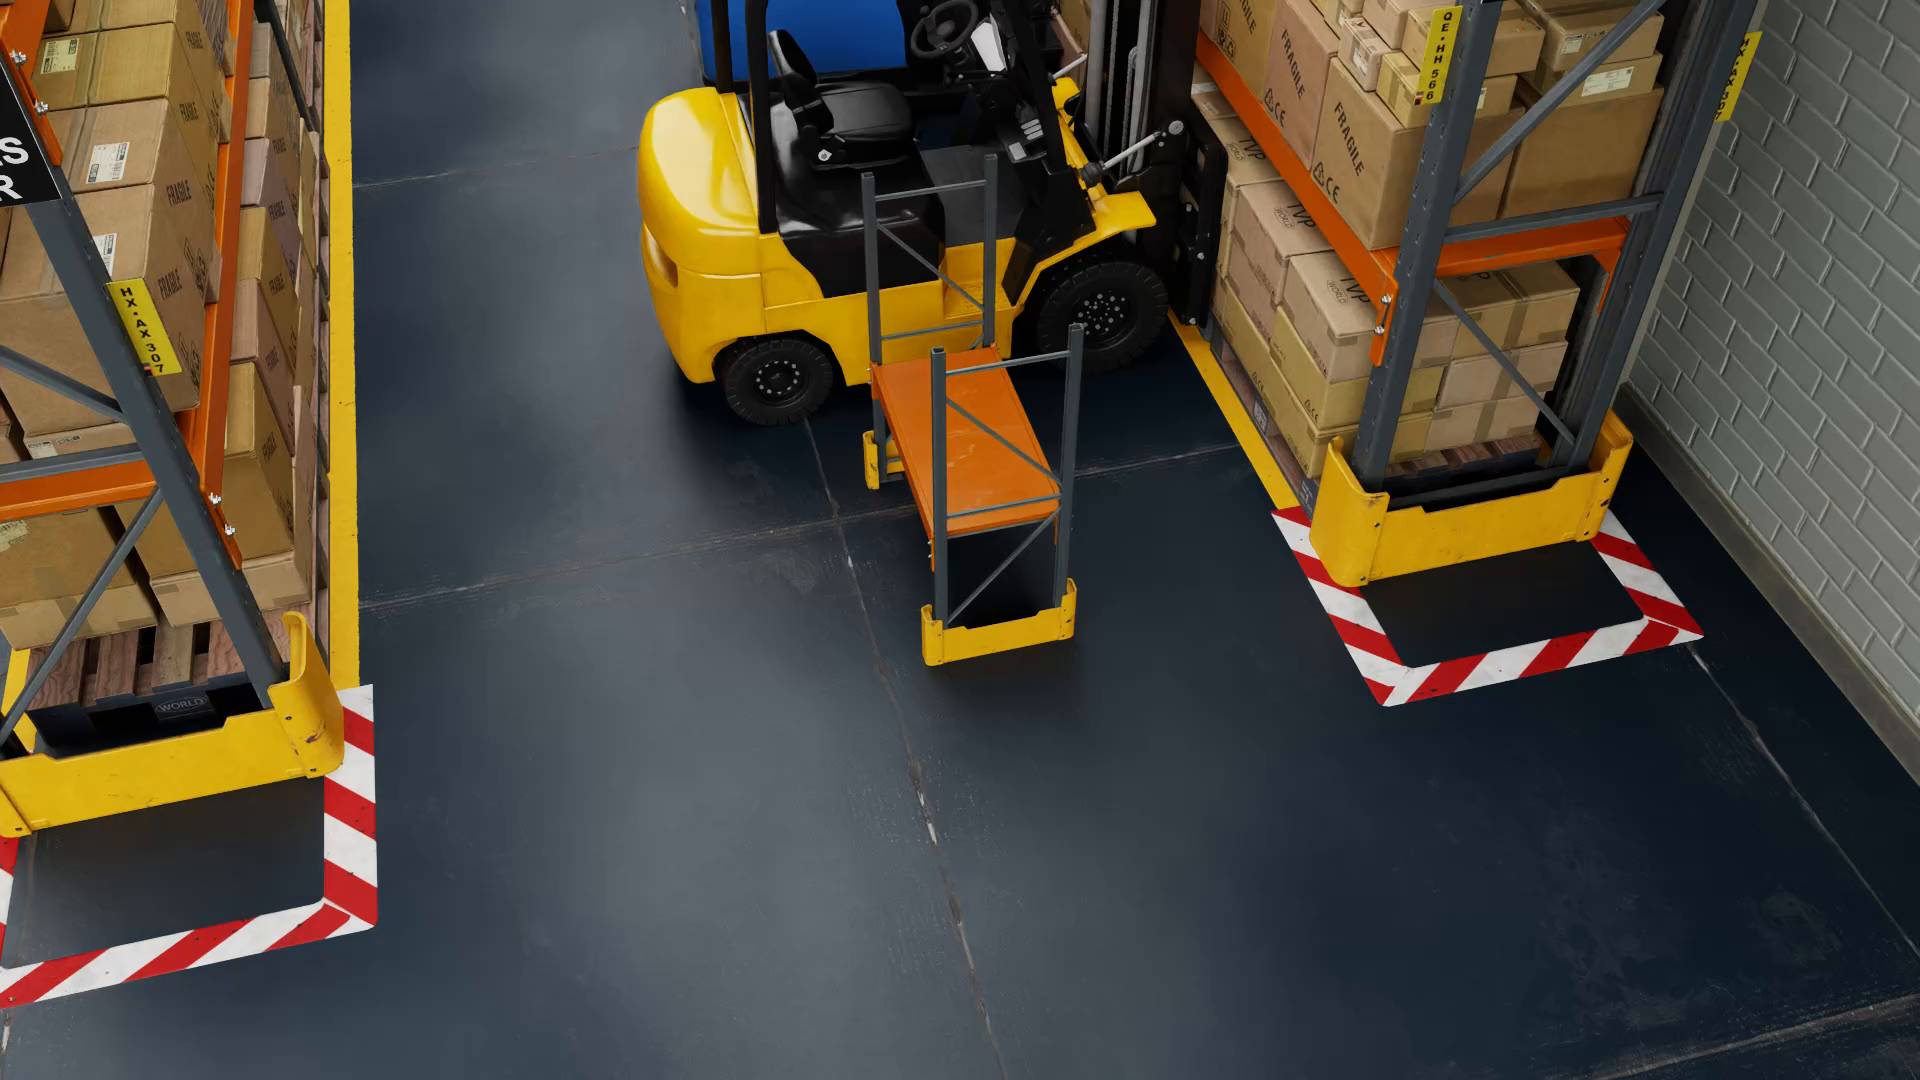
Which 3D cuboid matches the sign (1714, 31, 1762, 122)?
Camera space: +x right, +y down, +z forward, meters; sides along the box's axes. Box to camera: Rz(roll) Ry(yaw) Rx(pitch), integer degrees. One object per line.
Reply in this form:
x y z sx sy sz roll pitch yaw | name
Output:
2.544 -1.522 5.480 0.100 0.325 0.005 -11 47 -10 | sign

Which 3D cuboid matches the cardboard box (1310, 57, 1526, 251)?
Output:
1.626 -1.421 5.972 0.500 0.500 0.500 -12 47 -11 | cardboard box

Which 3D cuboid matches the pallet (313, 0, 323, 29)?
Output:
-4.332 -3.351 9.886 1.003 0.211 1.213 -11 47 -10 | pallet

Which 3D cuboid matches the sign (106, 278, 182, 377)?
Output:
-2.267 -0.587 4.618 0.100 0.325 0.005 -11 47 -10 | sign

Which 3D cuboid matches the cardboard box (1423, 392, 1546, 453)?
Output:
2.070 -0.654 6.922 0.500 0.250 0.500 -11 47 -10 | cardboard box

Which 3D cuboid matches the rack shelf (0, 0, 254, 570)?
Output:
-3.303 -1.313 6.440 1.077 0.370 4.000 -11 47 -10 | rack shelf

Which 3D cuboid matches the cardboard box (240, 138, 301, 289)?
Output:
-3.141 -1.331 7.060 0.500 0.500 0.500 -8 46 -8 | cardboard box

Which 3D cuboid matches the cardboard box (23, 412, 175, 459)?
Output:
-2.678 -0.369 5.187 0.380 0.149 0.250 -11 47 -10 | cardboard box

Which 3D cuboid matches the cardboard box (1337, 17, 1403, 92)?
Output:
1.553 -1.716 5.807 0.380 0.149 0.250 -10 46 -10 | cardboard box

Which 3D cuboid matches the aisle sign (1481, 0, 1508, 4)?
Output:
1.739 -1.905 4.697 0.394 0.787 0.004 -11 47 -10 | aisle sign

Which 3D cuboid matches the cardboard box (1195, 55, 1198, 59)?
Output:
1.062 -2.303 7.838 0.500 0.250 0.500 -9 46 -9 | cardboard box

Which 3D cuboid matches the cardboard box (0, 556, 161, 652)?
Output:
-3.264 0.106 6.177 0.500 0.250 0.500 -11 47 -11 | cardboard box

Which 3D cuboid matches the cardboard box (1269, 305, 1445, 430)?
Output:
1.579 -0.733 6.649 0.500 0.250 0.500 -11 47 -11 | cardboard box

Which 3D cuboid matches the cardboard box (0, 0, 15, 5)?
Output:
-2.562 -1.435 4.131 0.380 0.149 0.250 -11 47 -10 | cardboard box

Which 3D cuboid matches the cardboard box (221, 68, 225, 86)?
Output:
-3.138 -1.809 6.598 0.380 0.149 0.250 -11 47 -11 | cardboard box

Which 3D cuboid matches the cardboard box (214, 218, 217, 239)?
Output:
-2.865 -1.094 5.898 0.380 0.149 0.250 -10 46 -9 | cardboard box

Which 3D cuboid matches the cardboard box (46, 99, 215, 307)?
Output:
-2.780 -1.058 5.408 0.500 0.500 0.500 -9 46 -9 | cardboard box

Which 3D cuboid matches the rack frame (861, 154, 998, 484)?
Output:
-0.108 -0.817 6.501 0.500 1.500 0.032 -11 47 -10 | rack frame

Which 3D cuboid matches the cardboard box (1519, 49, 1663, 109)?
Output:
2.170 -1.638 5.731 0.380 0.149 0.250 -12 47 -11 | cardboard box

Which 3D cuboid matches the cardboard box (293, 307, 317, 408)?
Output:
-3.006 -0.704 6.971 0.500 0.250 0.500 -8 46 -8 | cardboard box

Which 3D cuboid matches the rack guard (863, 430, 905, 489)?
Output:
-0.108 -0.379 6.946 0.587 0.250 0.087 -11 47 -10 | rack guard

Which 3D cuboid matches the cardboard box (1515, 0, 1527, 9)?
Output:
2.119 -1.926 5.805 0.380 0.149 0.250 -9 46 -9 | cardboard box

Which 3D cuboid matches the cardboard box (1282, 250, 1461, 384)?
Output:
1.587 -0.890 6.453 0.500 0.250 0.500 -9 46 -9 | cardboard box

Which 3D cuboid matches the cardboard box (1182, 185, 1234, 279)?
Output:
1.309 -1.434 7.336 0.500 0.250 0.500 -12 47 -11 | cardboard box

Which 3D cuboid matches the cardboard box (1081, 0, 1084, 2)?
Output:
0.803 -2.999 8.520 0.500 0.250 0.500 -11 47 -11 | cardboard box

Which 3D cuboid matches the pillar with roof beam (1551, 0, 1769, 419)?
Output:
-1.462 -3.053 3.441 9.100 9.000 0.400 -11 47 -10 | pillar with roof beam

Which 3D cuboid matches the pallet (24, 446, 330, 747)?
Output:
-2.984 0.172 6.434 1.003 0.211 1.213 -11 47 -10 | pallet

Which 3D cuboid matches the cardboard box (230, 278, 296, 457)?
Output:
-2.875 -0.615 6.359 0.500 0.500 0.500 -12 47 -12 | cardboard box

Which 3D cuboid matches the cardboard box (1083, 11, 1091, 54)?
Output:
0.939 -2.478 8.359 0.500 0.250 0.500 -11 47 -11 | cardboard box

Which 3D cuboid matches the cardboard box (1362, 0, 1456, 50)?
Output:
1.618 -1.834 5.715 0.380 0.149 0.250 -11 47 -10 | cardboard box

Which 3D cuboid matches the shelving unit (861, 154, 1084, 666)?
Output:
0.020 -0.472 6.163 0.587 1.500 1.083 -11 47 -10 | shelving unit

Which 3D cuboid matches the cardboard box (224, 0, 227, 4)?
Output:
-3.322 -2.470 6.792 0.500 0.500 0.500 -9 46 -9 | cardboard box

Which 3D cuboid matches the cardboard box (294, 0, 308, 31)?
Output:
-4.139 -3.030 9.166 0.950 0.372 0.625 -8 46 -8 | cardboard box

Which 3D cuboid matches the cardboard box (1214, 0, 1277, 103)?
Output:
1.371 -2.135 6.672 0.500 0.500 0.500 -12 47 -11 | cardboard box

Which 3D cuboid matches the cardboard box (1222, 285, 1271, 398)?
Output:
1.462 -0.891 7.154 0.500 0.250 0.500 -11 47 -10 | cardboard box

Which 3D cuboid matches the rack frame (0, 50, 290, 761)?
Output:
-2.791 -0.184 4.830 1.000 3.000 0.127 -11 47 -10 | rack frame

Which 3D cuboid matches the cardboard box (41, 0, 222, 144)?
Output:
-3.050 -1.759 6.096 0.500 0.500 0.500 -12 47 -11 | cardboard box

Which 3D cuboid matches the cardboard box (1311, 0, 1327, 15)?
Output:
1.493 -2.079 6.163 0.380 0.149 0.250 -11 47 -11 | cardboard box

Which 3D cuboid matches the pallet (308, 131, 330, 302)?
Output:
-3.609 -1.513 8.085 1.003 0.211 1.213 -11 47 -10 | pallet

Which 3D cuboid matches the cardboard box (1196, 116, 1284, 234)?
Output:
1.312 -1.588 7.137 0.500 0.250 0.500 -10 46 -10 | cardboard box

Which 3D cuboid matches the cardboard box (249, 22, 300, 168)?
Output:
-3.404 -2.034 7.749 0.500 0.500 0.500 -11 47 -11 | cardboard box

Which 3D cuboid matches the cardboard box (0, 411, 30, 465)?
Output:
-3.094 -0.315 5.135 0.380 0.149 0.250 -9 46 -9 | cardboard box

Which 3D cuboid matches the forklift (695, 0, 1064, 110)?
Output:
0.083 -3.716 8.340 3.031 2.935 1.130 -6 46 -6 | forklift

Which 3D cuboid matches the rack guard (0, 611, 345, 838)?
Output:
-2.811 0.638 5.774 1.175 0.500 0.348 -11 47 -10 | rack guard

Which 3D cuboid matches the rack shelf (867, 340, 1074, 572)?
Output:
0.022 -0.340 6.285 0.538 0.185 1.000 -11 47 -10 | rack shelf

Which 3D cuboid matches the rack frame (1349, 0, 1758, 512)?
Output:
2.006 -1.094 5.722 1.000 3.000 0.127 -11 47 -10 | rack frame

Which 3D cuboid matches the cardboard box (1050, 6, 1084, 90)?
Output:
0.786 -2.646 8.874 0.500 0.250 0.500 -10 46 -10 | cardboard box

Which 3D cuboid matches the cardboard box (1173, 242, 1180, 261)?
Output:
1.188 -1.592 7.841 0.500 0.250 0.500 -9 46 -9 | cardboard box

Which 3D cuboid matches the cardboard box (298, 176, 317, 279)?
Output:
-3.258 -1.406 7.658 0.500 0.250 0.500 -12 47 -11 | cardboard box

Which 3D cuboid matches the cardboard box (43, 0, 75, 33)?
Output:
-3.479 -2.040 5.671 0.700 0.500 0.500 -11 47 -11 | cardboard box

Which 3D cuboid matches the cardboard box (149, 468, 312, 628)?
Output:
-2.730 0.024 6.258 0.500 0.250 0.500 -11 47 -11 | cardboard box

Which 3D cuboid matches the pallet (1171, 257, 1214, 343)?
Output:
1.461 -1.479 8.052 1.003 0.211 1.213 -11 47 -10 | pallet
